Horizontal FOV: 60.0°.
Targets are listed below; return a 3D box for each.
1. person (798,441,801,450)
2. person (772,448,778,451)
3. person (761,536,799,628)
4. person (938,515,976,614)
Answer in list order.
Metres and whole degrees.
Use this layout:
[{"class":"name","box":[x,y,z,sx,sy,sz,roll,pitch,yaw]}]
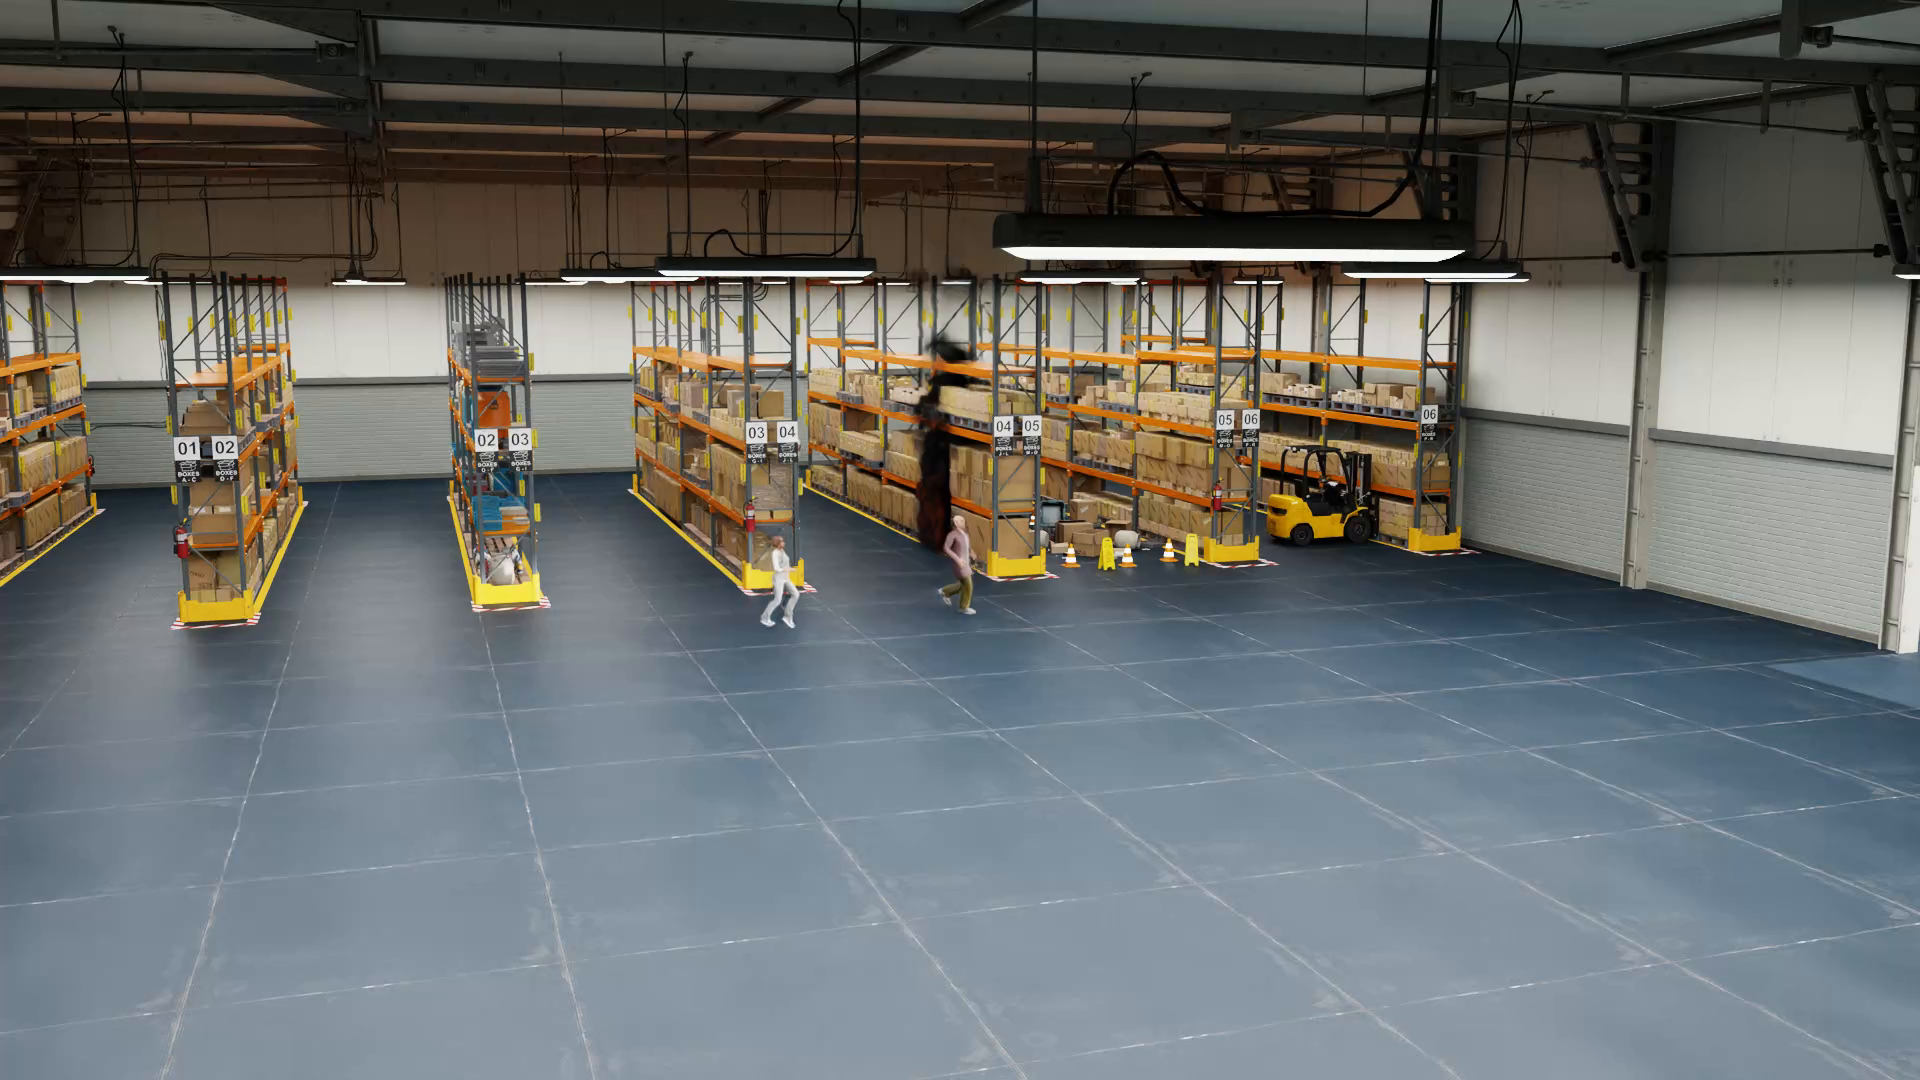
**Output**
[{"class":"person","box":[-5.119,-2.520,49.017,0.578,1.702,0.765,-7,11,-40]},{"class":"person","box":[-5.666,-2.372,48.234,0.859,1.665,0.612,1,9,5]},{"class":"person","box":[-3.045,0.715,28.198,0.690,1.609,0.546,2,9,15]},{"class":"person","box":[-0.044,0.428,29.529,0.745,1.761,0.707,4,9,23]}]
